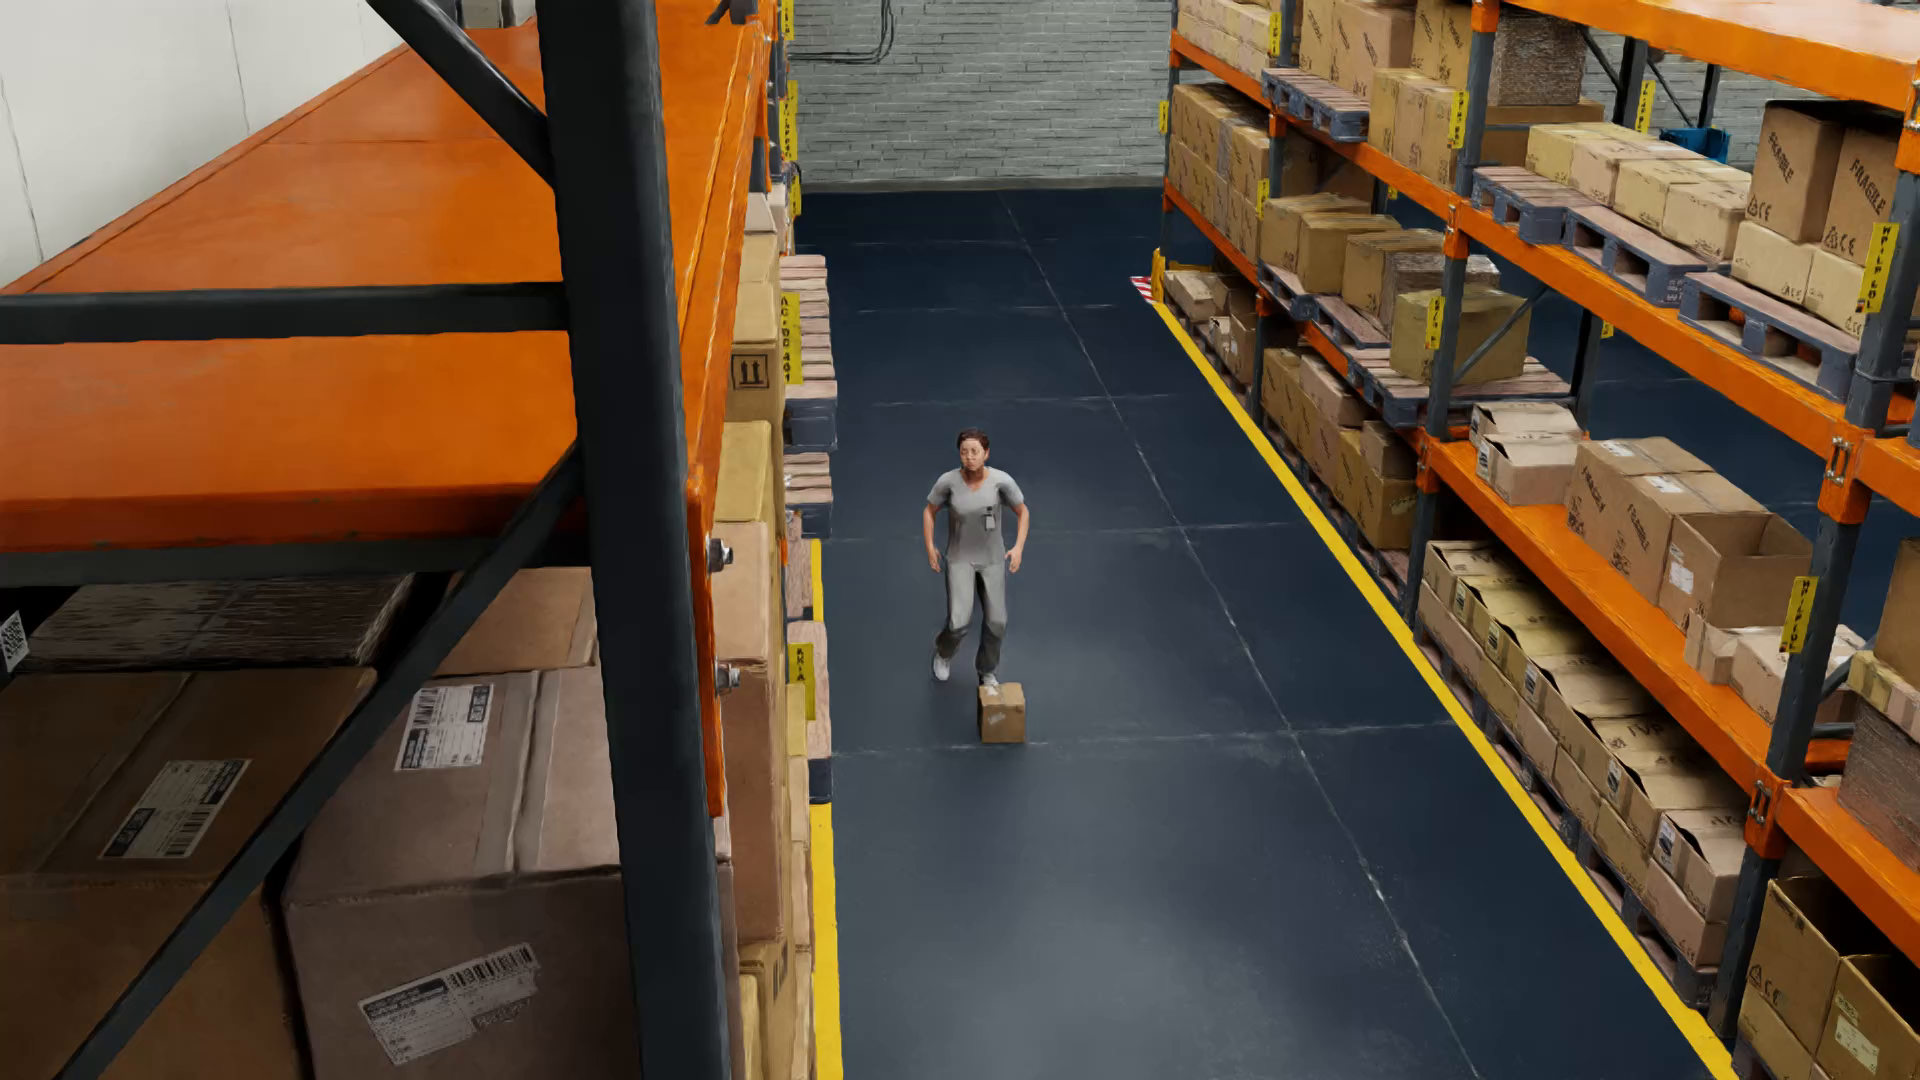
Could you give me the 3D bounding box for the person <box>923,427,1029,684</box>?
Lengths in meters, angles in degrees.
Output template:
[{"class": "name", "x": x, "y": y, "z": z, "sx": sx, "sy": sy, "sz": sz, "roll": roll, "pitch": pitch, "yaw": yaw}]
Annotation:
[{"class": "person", "x": 0.108, "y": 0.137, "z": 9.822, "sx": 0.624, "sy": 1.625, "sz": 0.473, "roll": -3, "pitch": 24, "yaw": -7}]
